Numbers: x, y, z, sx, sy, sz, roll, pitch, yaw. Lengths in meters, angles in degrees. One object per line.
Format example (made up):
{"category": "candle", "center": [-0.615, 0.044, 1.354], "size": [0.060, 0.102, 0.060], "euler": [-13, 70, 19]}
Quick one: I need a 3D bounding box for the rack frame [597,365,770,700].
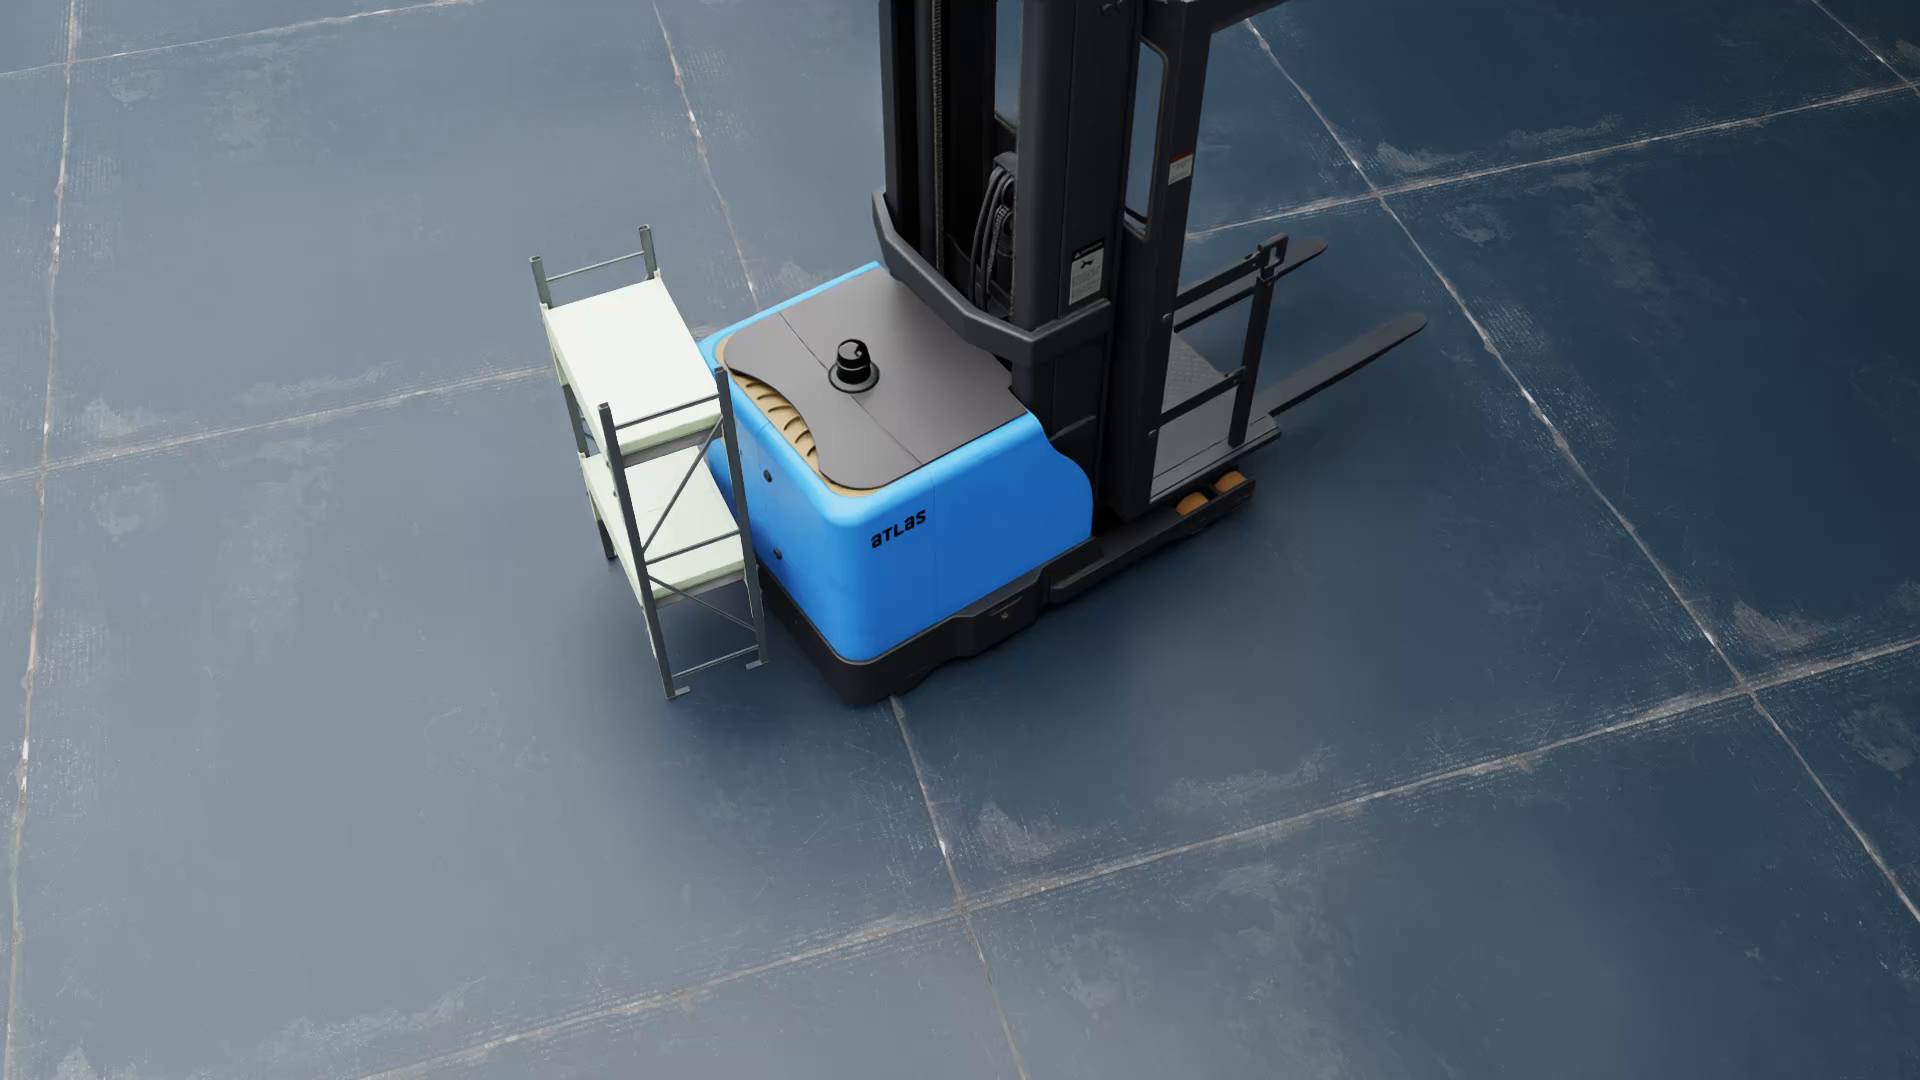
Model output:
{"category": "rack frame", "center": [-0.888, 0.027, 5.536], "size": [0.400, 1.500, 0.023], "euler": [-20, 53, -16]}

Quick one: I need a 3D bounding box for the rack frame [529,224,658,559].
{"category": "rack frame", "center": [-1.199, -0.480, 5.963], "size": [0.400, 1.500, 0.023], "euler": [-20, 53, -16]}

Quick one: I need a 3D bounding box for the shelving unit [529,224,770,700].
{"category": "shelving unit", "center": [-1.044, -0.227, 5.750], "size": [0.431, 1.500, 0.755], "euler": [-20, 53, -16]}

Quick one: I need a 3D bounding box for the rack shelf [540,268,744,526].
{"category": "rack shelf", "center": [-1.044, -0.478, 5.451], "size": [0.431, 0.370, 0.720], "euler": [-20, 53, -16]}

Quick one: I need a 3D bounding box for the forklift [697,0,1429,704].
{"category": "forklift", "center": [0.557, -1.274, 5.697], "size": [3.031, 2.935, 1.130], "euler": [-28, 55, -22]}

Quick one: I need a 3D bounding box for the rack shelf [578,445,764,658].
{"category": "rack shelf", "center": [-1.044, -0.016, 5.999], "size": [0.431, 0.370, 0.720], "euler": [-20, 53, -16]}
